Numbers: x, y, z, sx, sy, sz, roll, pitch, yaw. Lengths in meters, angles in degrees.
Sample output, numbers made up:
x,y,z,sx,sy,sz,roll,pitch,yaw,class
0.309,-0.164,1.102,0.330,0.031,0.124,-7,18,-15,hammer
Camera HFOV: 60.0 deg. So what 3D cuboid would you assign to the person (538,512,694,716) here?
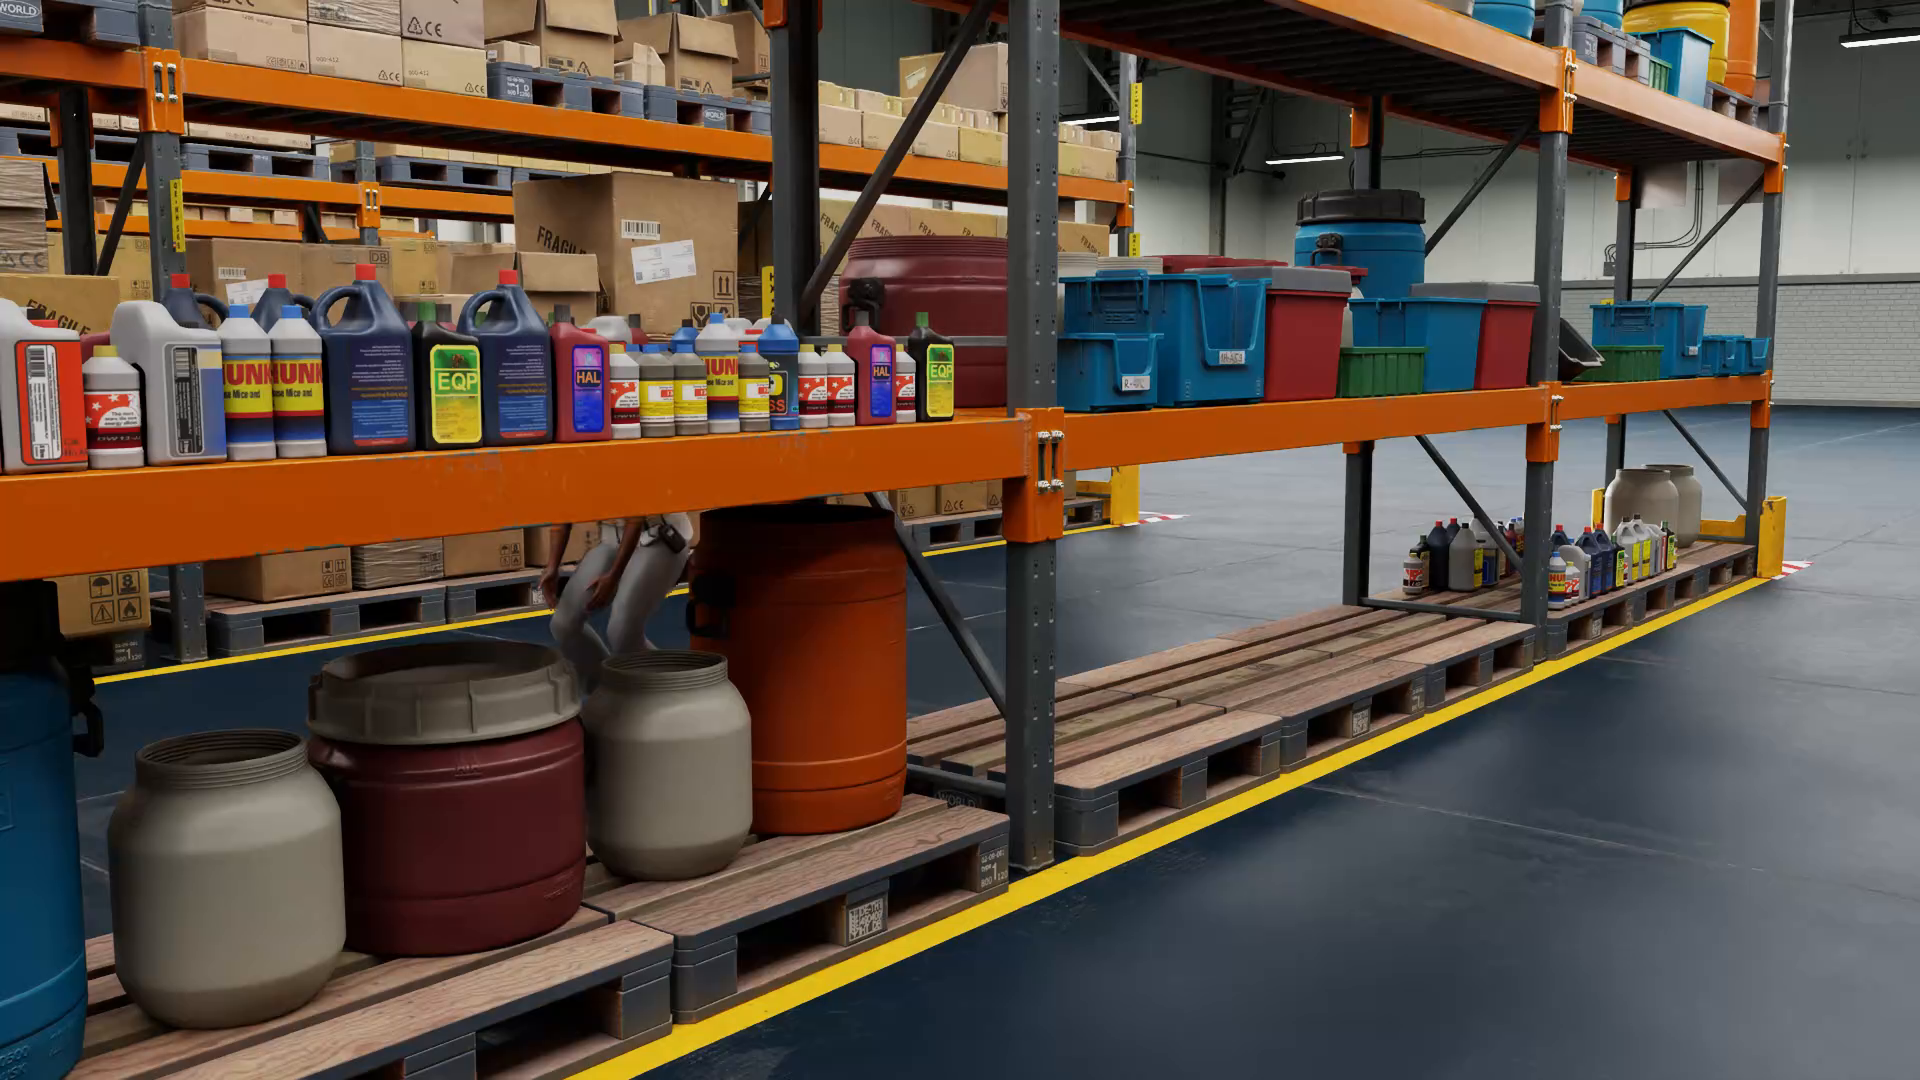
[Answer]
x,y,z,sx,sy,sz,roll,pitch,yaw,class
-1.322,0.059,6.344,0.495,1.414,0.690,5,9,39,person
